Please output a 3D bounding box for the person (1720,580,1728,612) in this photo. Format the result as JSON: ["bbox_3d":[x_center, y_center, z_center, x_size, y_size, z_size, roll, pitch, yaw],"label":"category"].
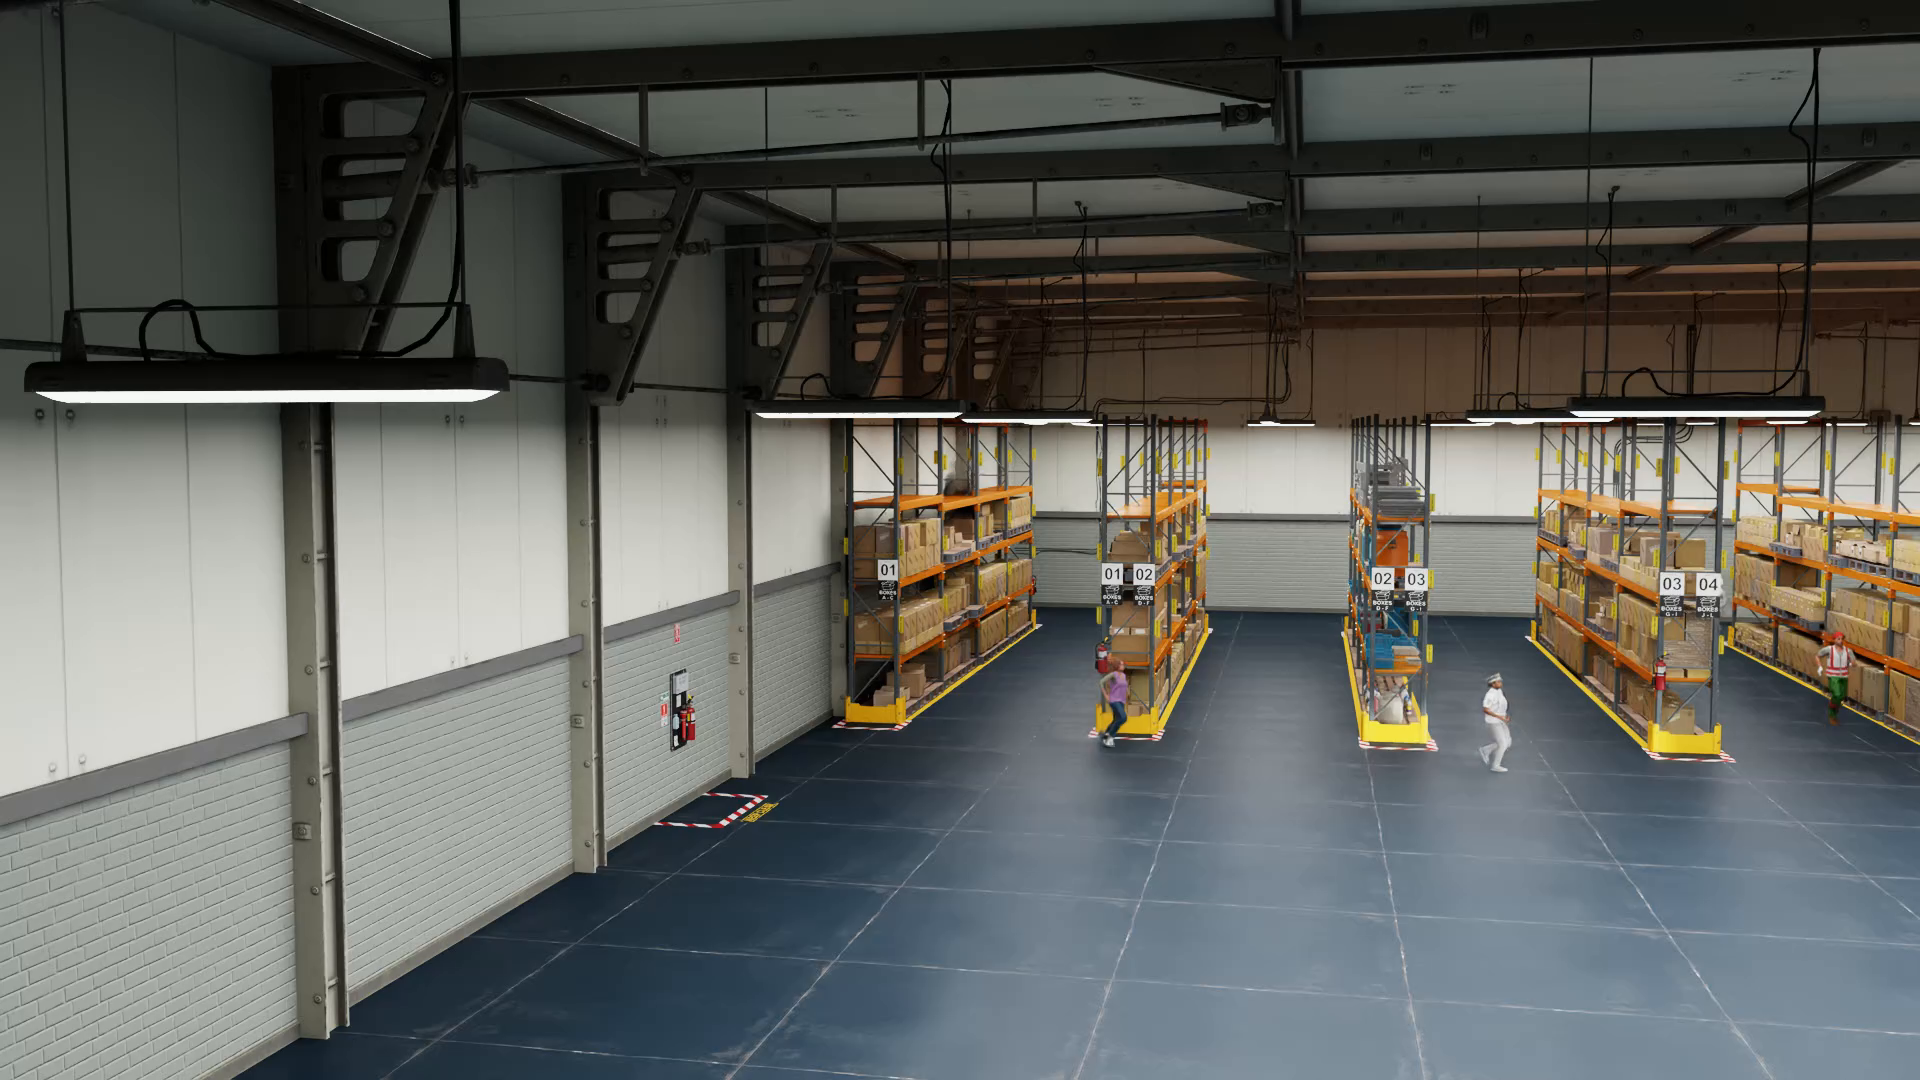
[{"bbox_3d":[20.492,1.873,45.192,0.686,1.689,0.807,-1,4,-12],"label":"person"}]

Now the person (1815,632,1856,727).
[{"bbox_3d":[16.983,2.687,32.189,0.642,1.828,0.747,0,4,2],"label":"person"}]

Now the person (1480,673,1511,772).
[{"bbox_3d":[8.961,3.042,27.827,0.563,1.650,0.573,3,5,40],"label":"person"}]

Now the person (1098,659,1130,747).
[{"bbox_3d":[2.840,2.934,30.010,0.550,1.553,0.552,3,5,36],"label":"person"}]
